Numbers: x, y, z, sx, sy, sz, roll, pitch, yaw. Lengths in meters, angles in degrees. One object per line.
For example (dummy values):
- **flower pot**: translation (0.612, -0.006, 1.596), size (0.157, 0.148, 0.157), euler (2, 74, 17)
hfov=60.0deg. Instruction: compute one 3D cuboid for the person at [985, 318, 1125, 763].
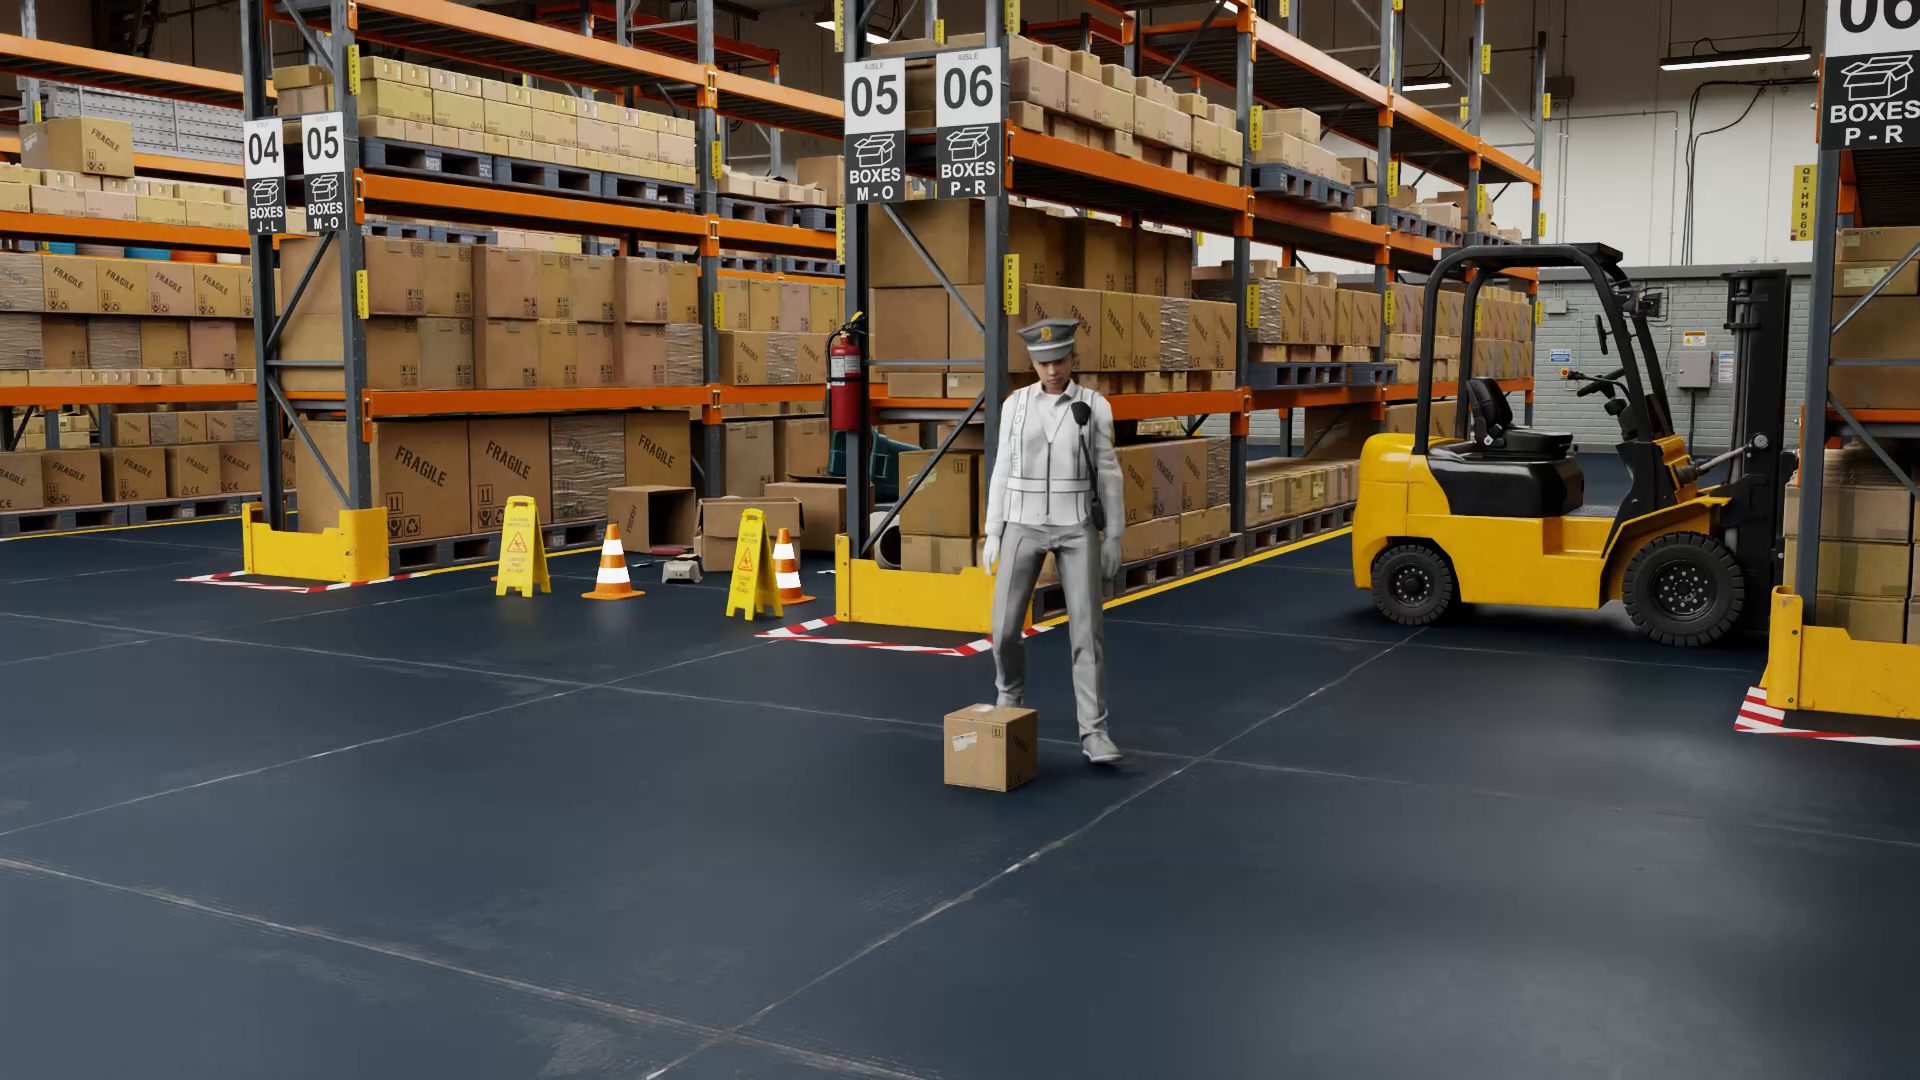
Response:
- **person**: translation (0.365, -0.013, 6.338), size (0.551, 1.652, 0.596), euler (1, 6, 9)
